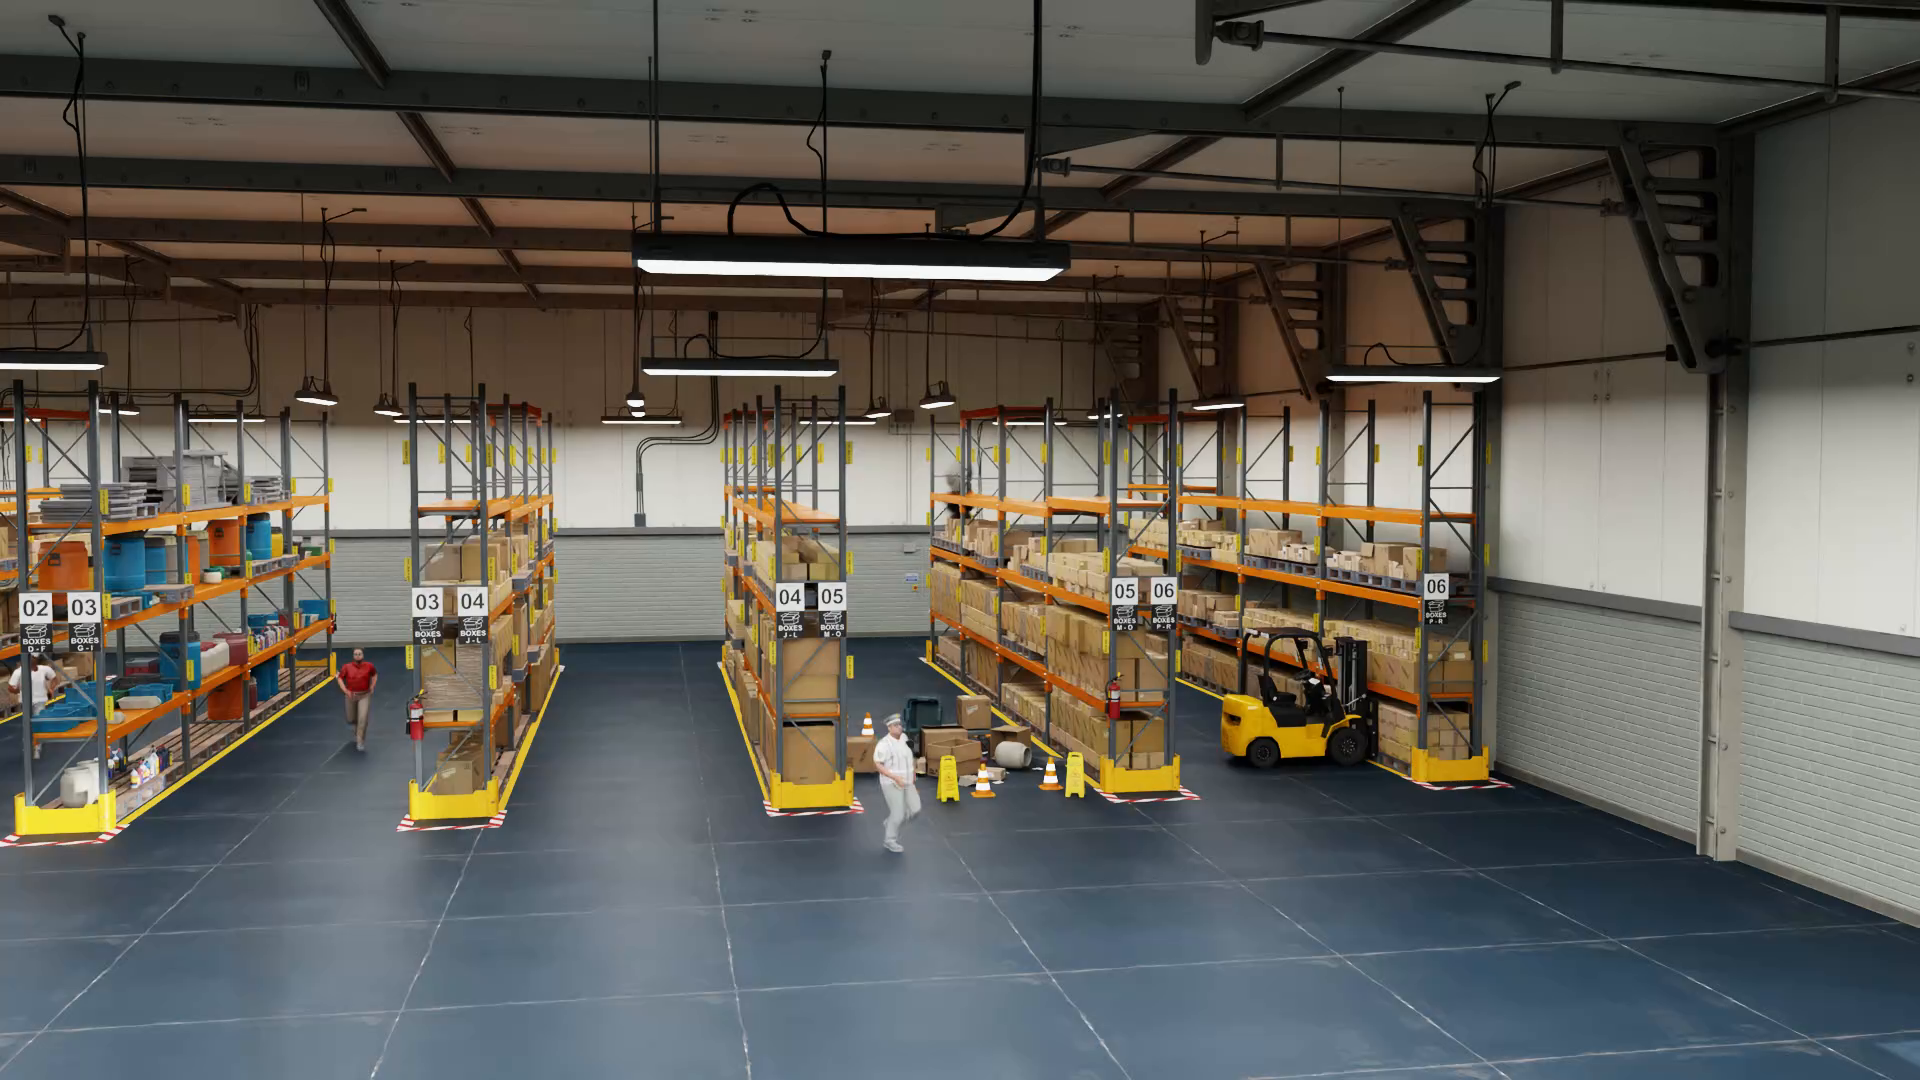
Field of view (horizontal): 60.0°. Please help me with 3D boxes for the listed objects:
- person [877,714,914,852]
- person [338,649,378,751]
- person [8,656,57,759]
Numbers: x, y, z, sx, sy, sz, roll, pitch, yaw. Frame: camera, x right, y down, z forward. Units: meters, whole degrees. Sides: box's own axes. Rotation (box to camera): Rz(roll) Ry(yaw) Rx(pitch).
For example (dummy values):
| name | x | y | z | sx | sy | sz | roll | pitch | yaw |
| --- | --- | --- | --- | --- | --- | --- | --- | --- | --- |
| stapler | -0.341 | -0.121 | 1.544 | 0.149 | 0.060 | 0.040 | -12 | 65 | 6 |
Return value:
| name | x | y | z | sx | sy | sz | roll | pitch | yaw |
| --- | --- | --- | --- | --- | --- | --- | --- | --- | --- |
| person | -0.812 | 3.066 | 21.124 | 0.407 | 1.739 | 0.427 | 2 | 4 | 40 |
| person | -10.380 | 2.729 | 28.663 | 0.642 | 1.724 | 1.029 | -1 | 3 | -15 |
| person | -15.396 | 2.668 | 27.612 | 0.702 | 1.617 | 0.967 | -1 | 3 | -25 |
